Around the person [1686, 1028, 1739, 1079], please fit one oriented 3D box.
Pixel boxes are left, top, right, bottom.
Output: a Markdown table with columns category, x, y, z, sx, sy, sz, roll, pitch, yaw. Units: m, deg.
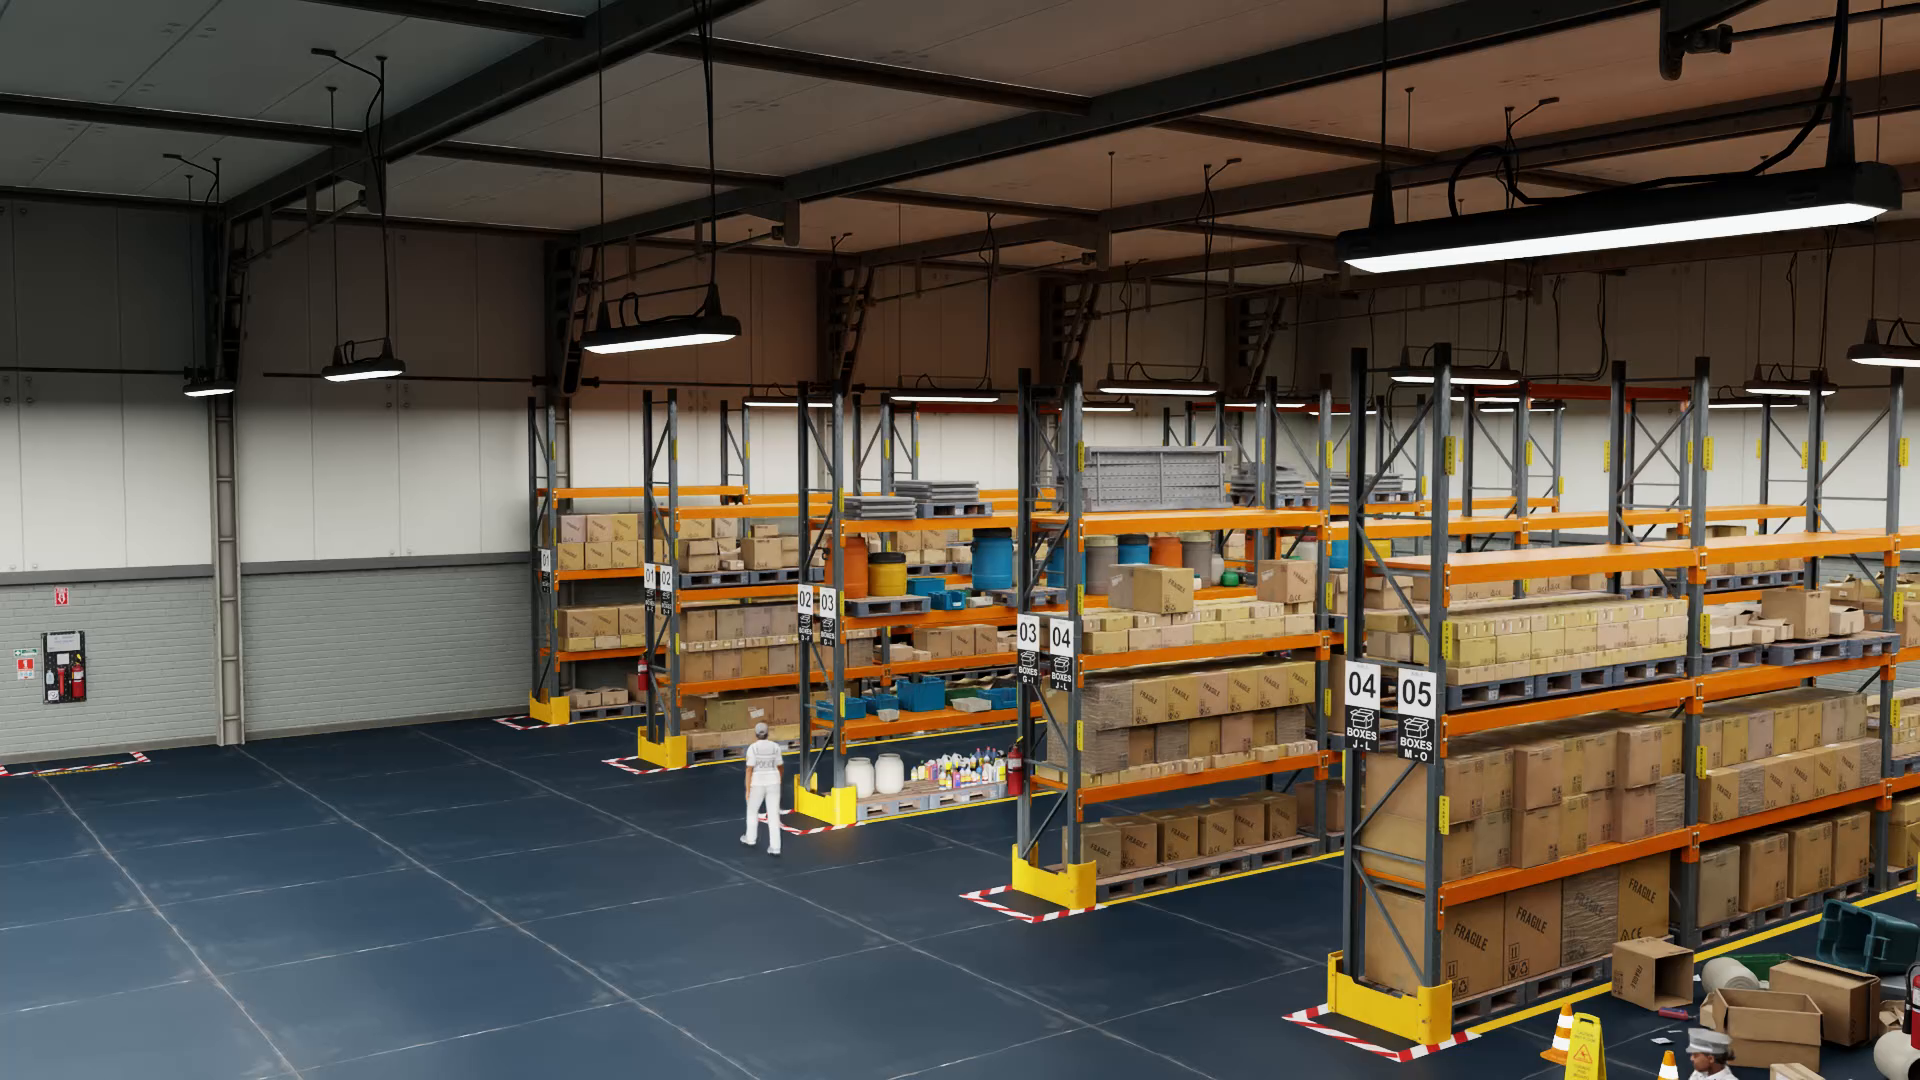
| category | x | y | z | sx | sy | sz | roll | pitch | yaw |
| --- | --- | --- | --- | --- | --- | --- | --- | --- | --- |
| person | 4.500 | 3.756 | 10.025 | 0.893 | 1.608 | 0.499 | 0 | 3 | -4 |

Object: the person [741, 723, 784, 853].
| category | x | y | z | sx | sy | sz | roll | pitch | yaw |
| --- | --- | --- | --- | --- | --- | --- | --- | --- | --- |
| person | -2.483 | 3.101 | 21.000 | 0.526 | 1.590 | 1.013 | -1 | 4 | -21 |

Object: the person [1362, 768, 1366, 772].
| category | x | y | z | sx | sy | sz | roll | pitch | yaw |
| --- | --- | --- | --- | --- | --- | --- | --- | --- | --- |
| person | 6.277 | 2.793 | 25.964 | 0.552 | 1.797 | 0.591 | -1 | 4 | -20 |
